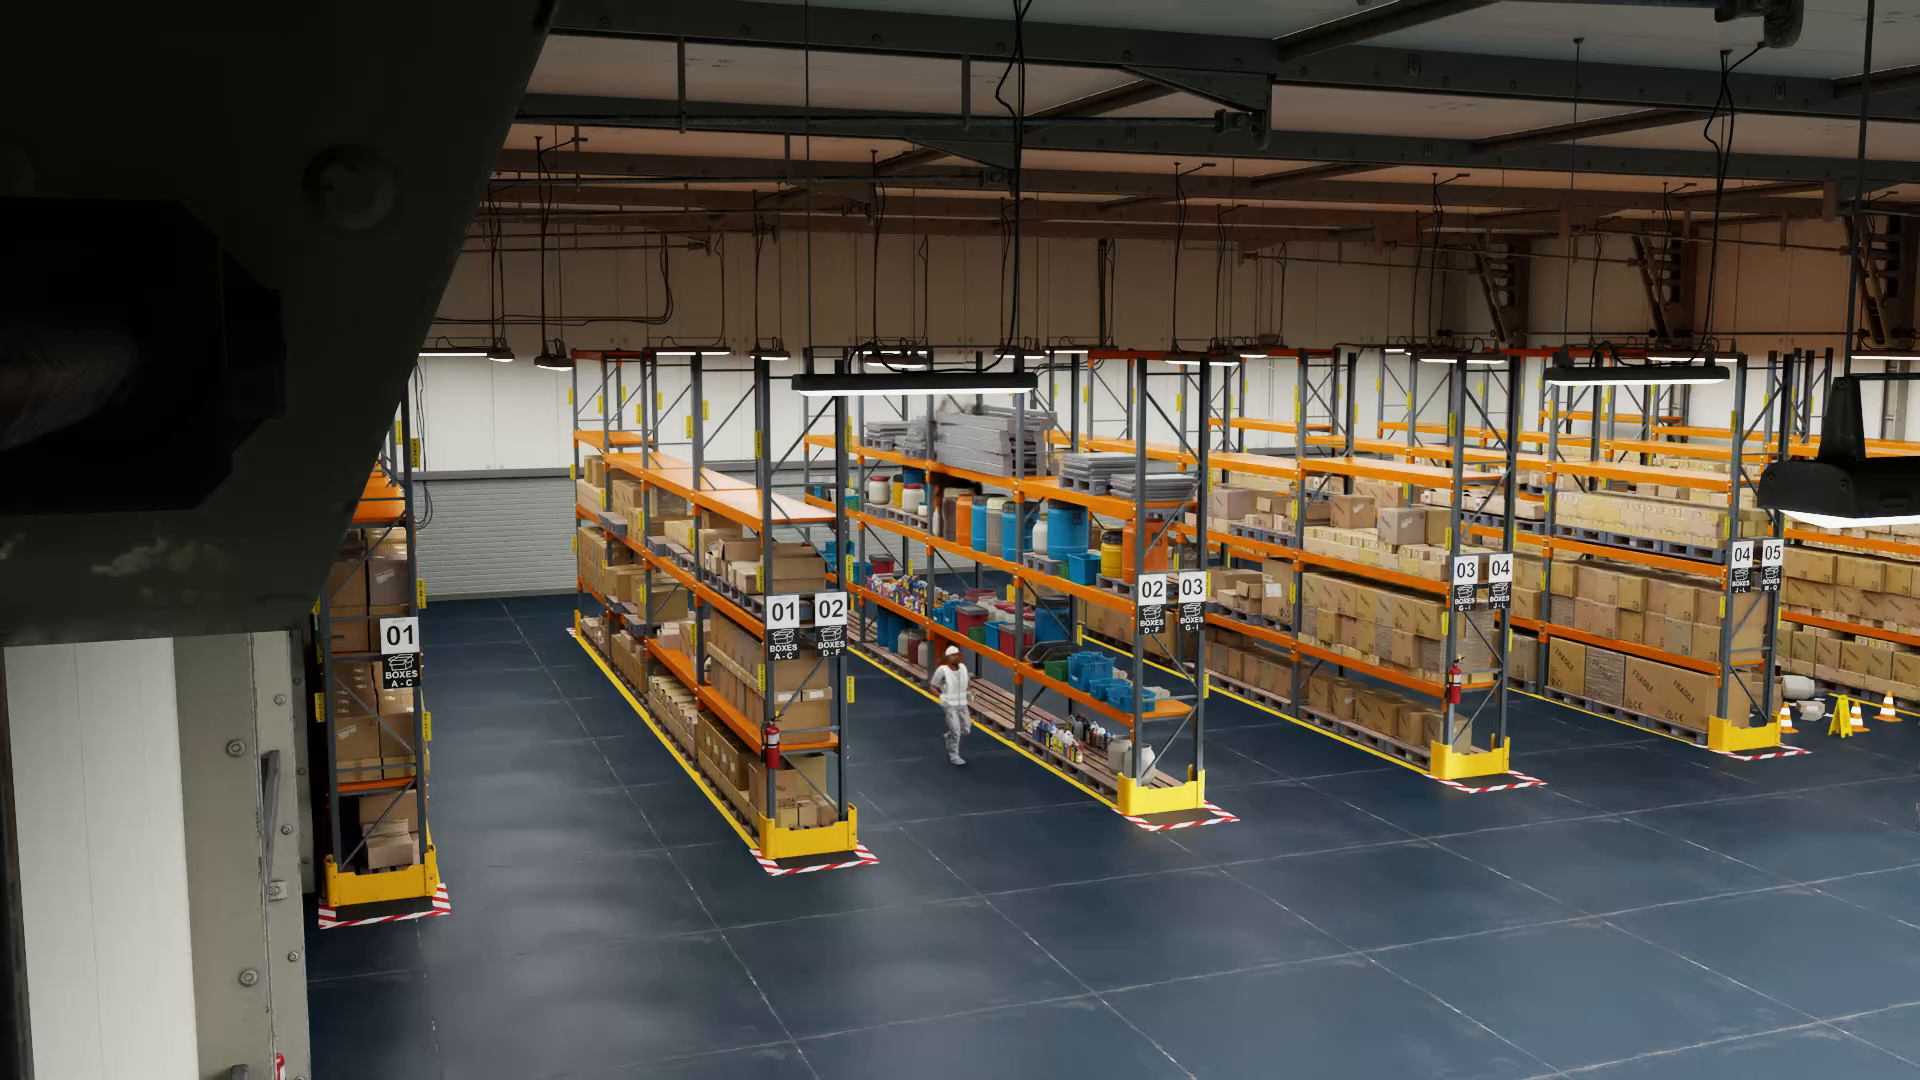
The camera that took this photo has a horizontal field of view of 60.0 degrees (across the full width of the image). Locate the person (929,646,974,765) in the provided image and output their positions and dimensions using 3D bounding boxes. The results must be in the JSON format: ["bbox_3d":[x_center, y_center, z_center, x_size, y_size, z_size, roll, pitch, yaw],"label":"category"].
[{"bbox_3d":[-0.117,2.424,24.555,0.685,1.735,0.667,-5,8,-32],"label":"person"}]
